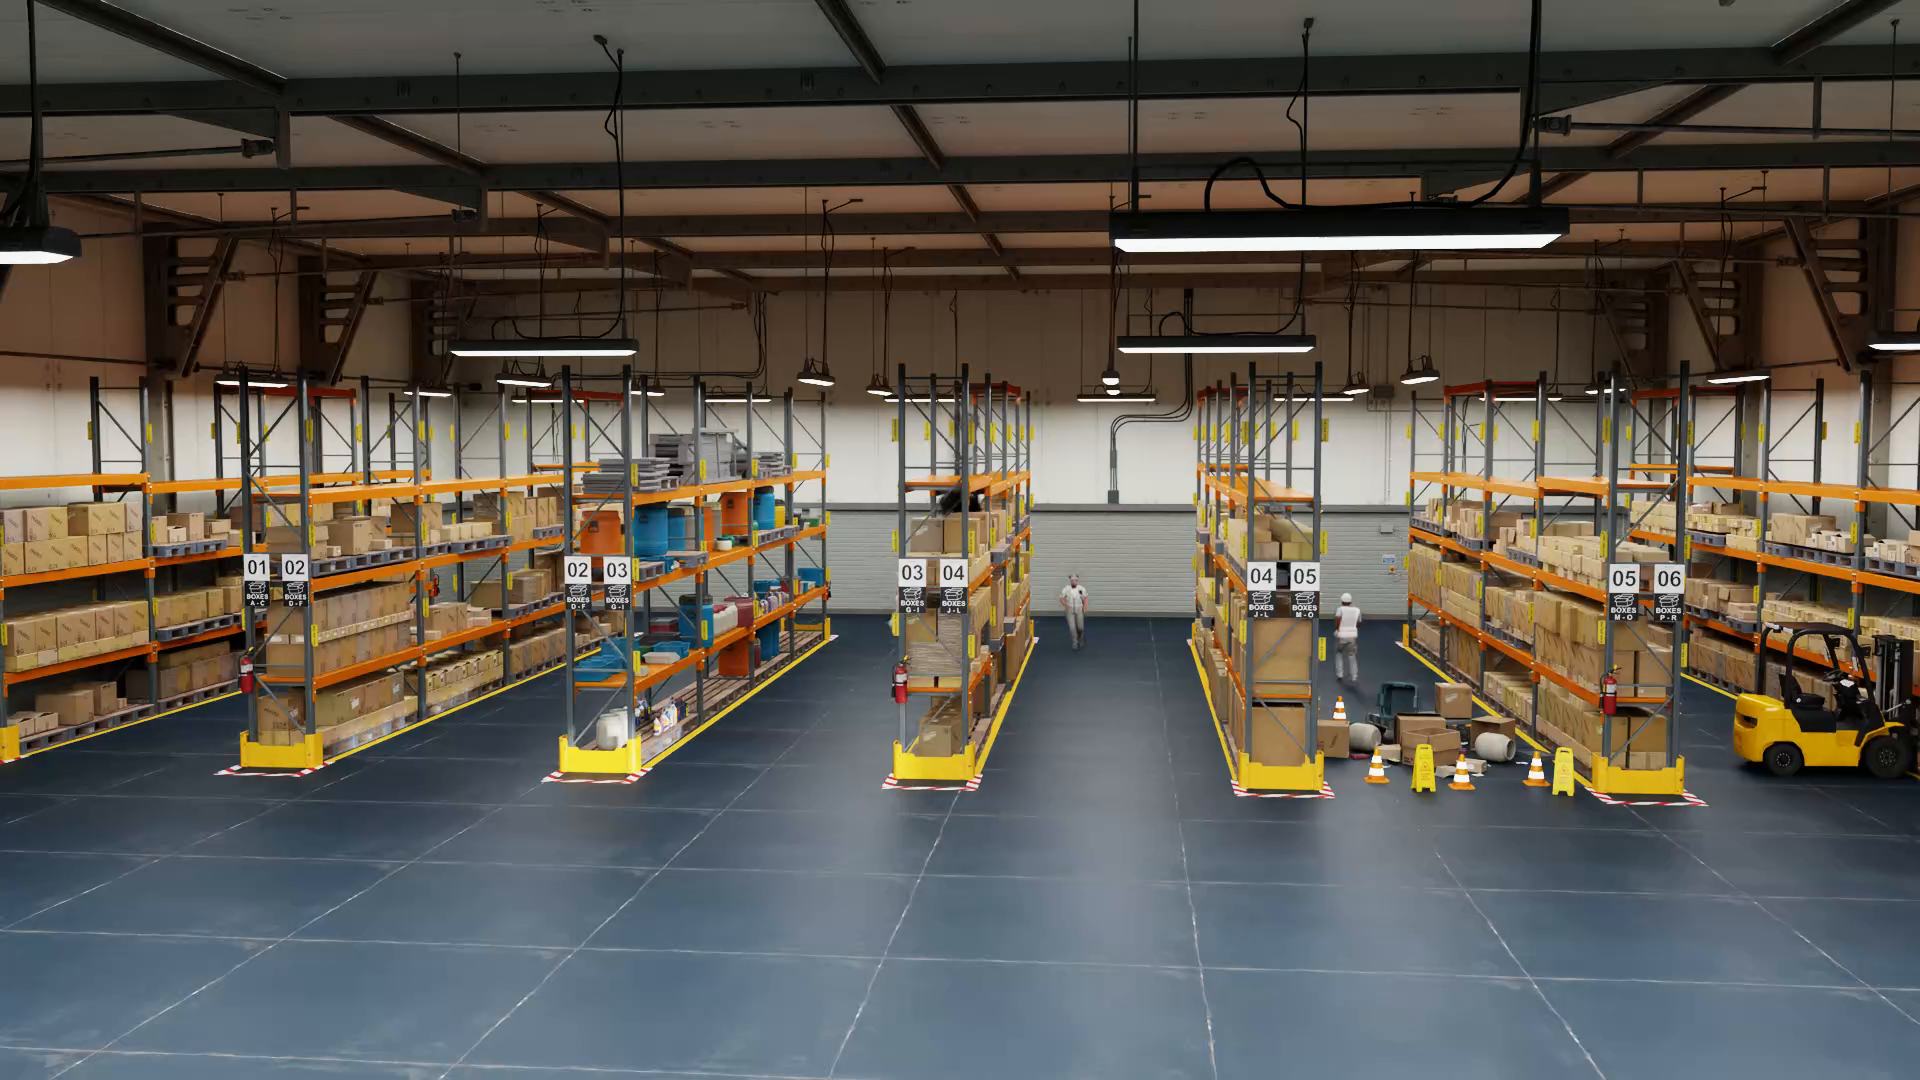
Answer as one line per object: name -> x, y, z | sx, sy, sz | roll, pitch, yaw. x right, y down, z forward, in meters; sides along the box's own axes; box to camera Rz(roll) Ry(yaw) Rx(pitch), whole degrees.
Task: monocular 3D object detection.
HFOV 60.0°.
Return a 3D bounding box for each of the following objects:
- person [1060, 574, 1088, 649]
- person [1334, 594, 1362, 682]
person -> 2.644, 1.657, 38.590 | 0.666, 1.751, 0.589 | 0, 4, 3
person -> 7.739, 1.985, 33.218 | 0.602, 1.830, 0.839 | 0, 4, 0
